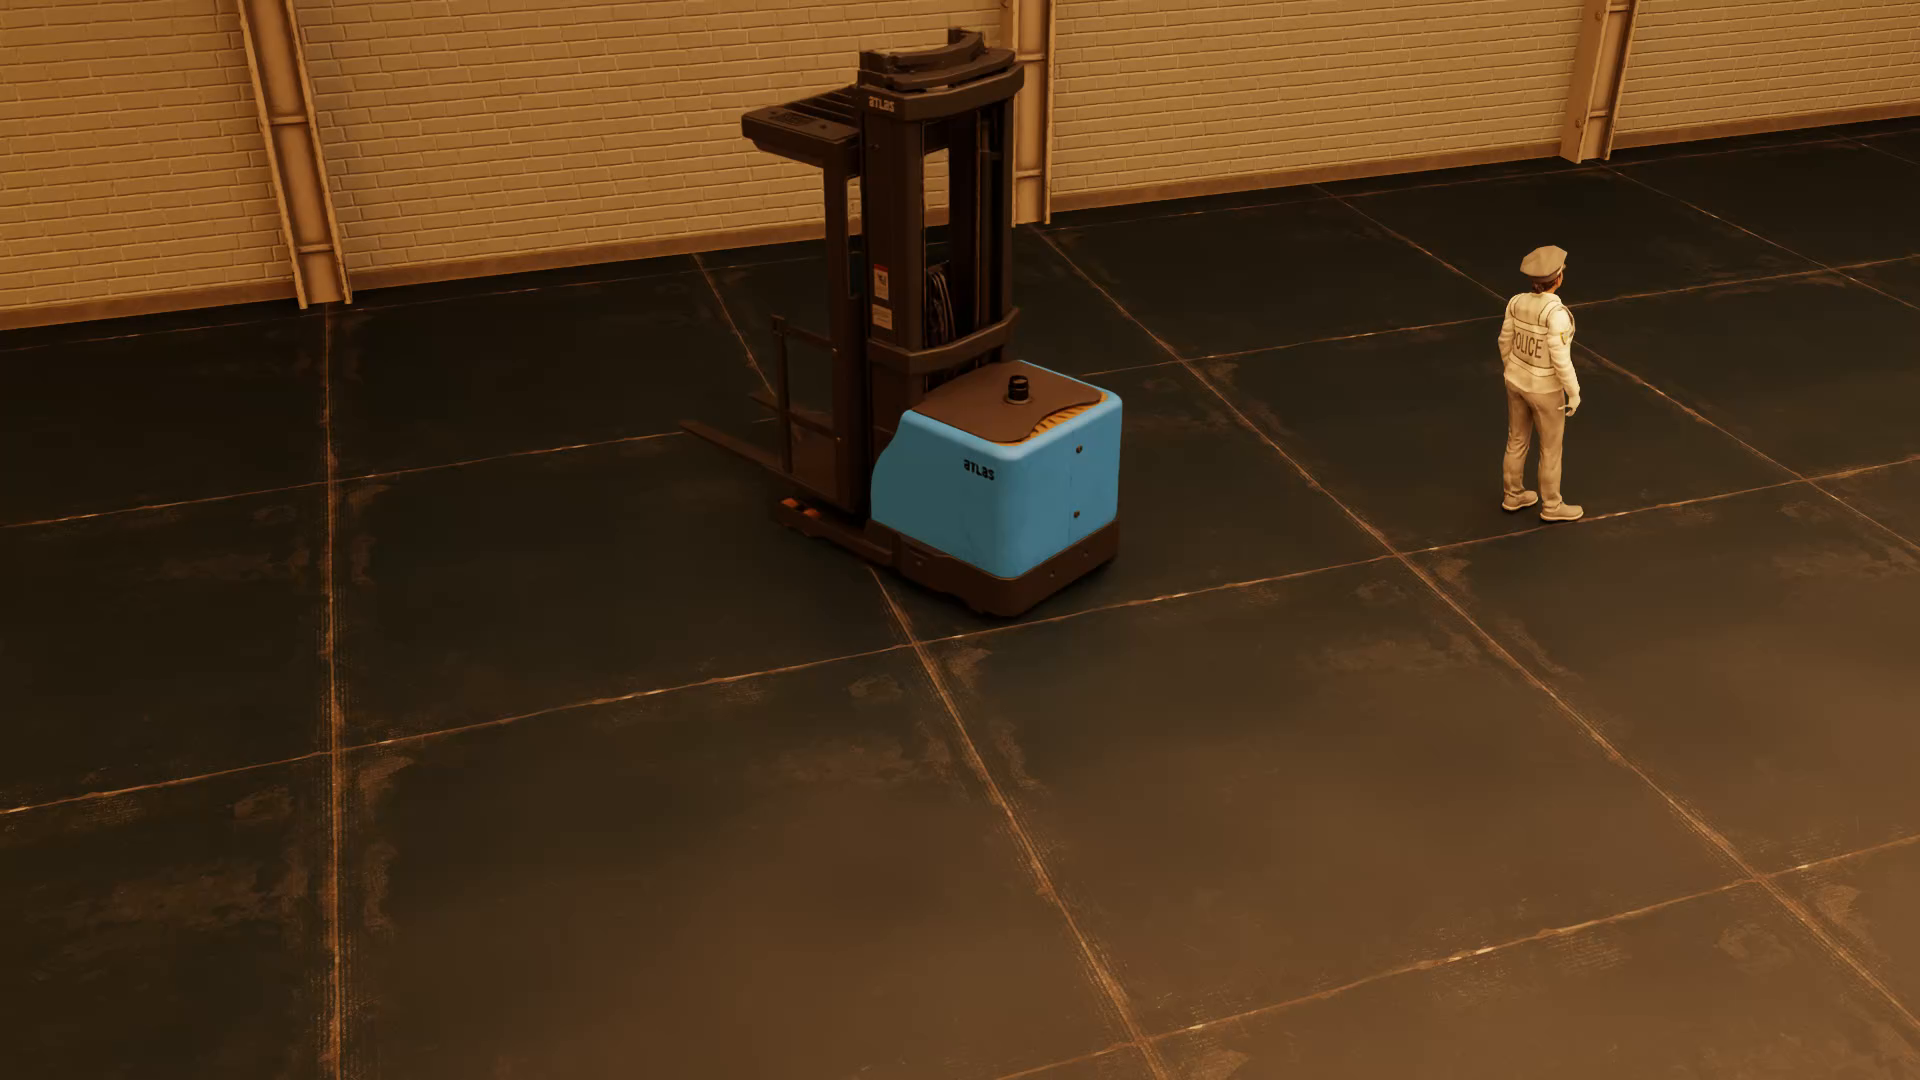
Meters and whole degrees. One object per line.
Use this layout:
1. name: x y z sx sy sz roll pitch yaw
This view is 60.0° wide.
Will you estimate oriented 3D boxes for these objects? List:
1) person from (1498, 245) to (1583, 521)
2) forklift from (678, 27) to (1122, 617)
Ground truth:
1. person: 3.497 -0.942 9.949 0.529 1.693 0.587 -15 33 -24
2. forklift: -0.508 -1.464 9.631 3.031 2.935 1.130 24 38 36
